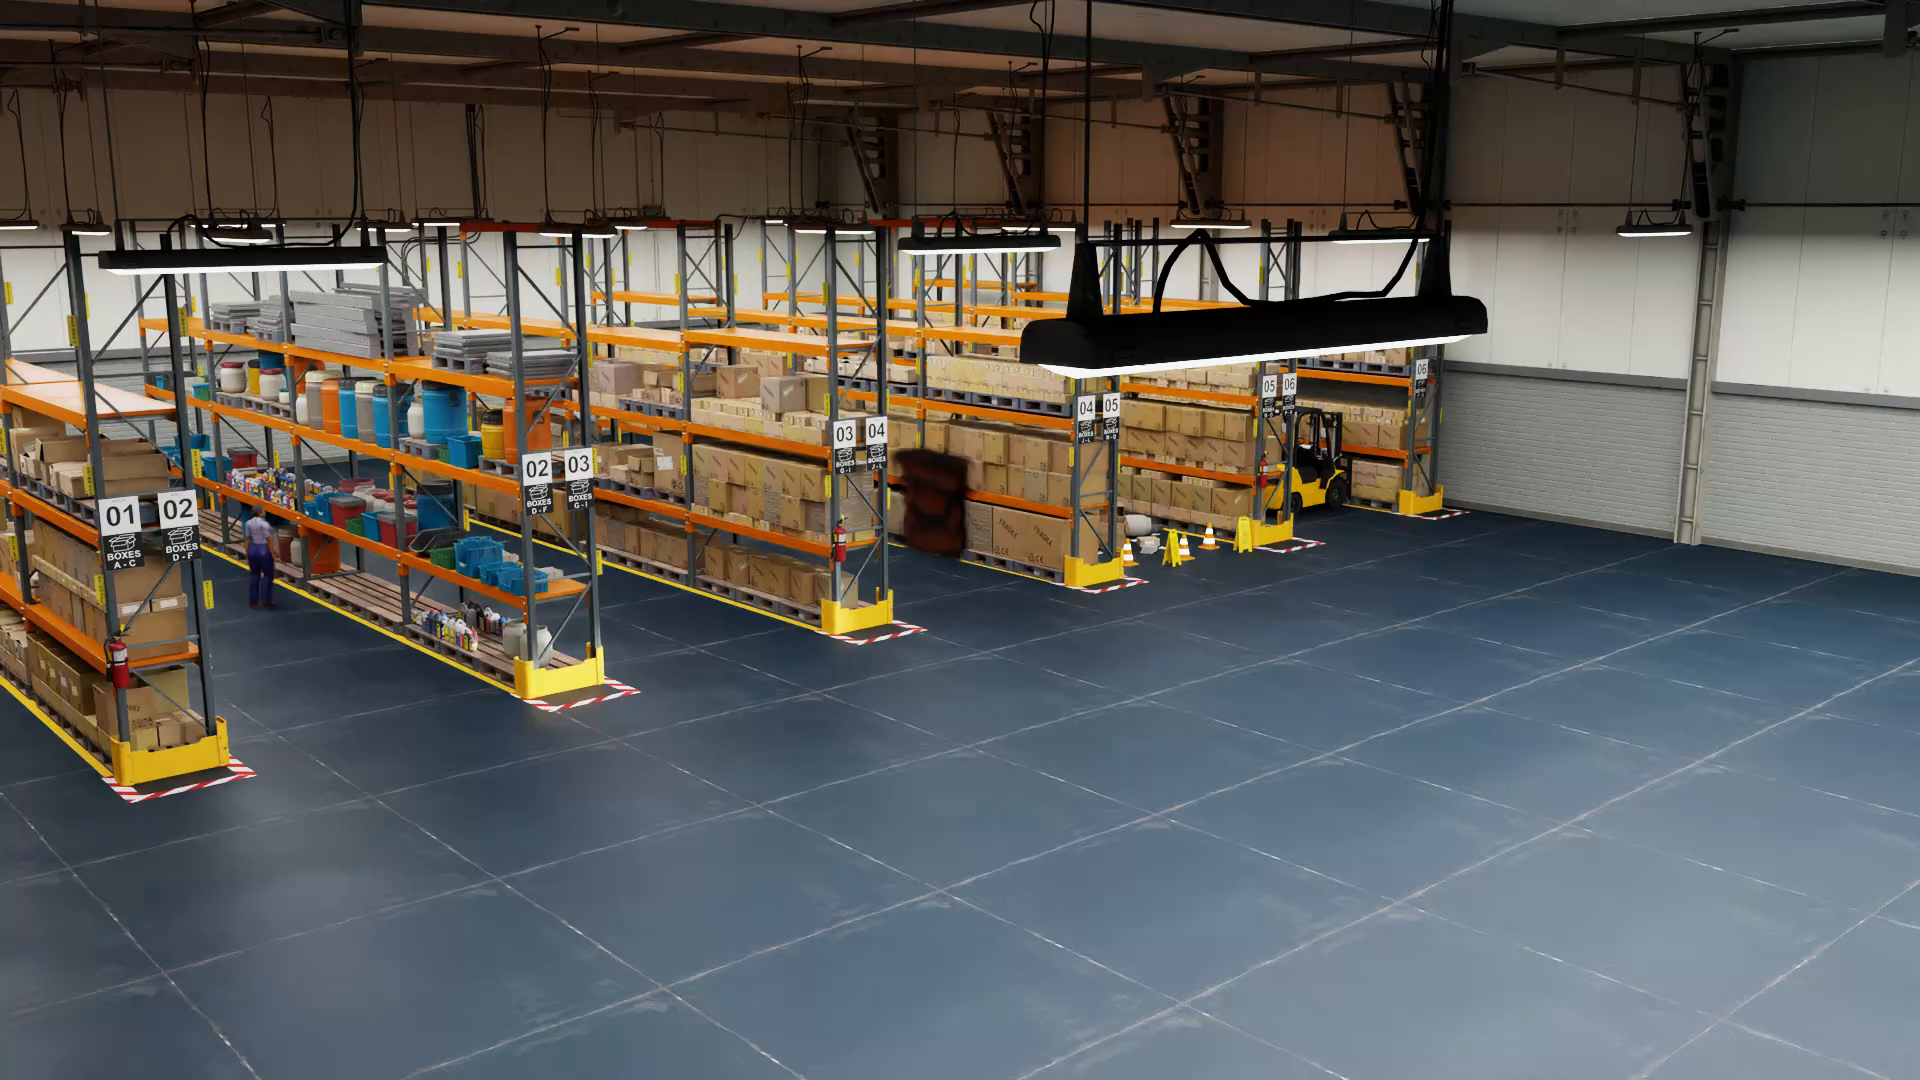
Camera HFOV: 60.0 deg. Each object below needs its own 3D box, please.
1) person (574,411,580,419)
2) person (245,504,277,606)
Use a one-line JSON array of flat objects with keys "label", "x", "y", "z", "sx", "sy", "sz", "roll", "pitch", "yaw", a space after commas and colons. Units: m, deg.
[{"label": "person", "x": -9.412, "y": -2.727, "z": 40.790, "sx": 0.498, "sy": 1.794, "sz": 0.525, "roll": 5, "pitch": 13, "yaw": 25}, {"label": "person", "x": -11.163, "y": 0.256, "z": 26.518, "sx": 0.579, "sy": 1.687, "sz": 0.393, "roll": 4, "pitch": 12, "yaw": 18}]
